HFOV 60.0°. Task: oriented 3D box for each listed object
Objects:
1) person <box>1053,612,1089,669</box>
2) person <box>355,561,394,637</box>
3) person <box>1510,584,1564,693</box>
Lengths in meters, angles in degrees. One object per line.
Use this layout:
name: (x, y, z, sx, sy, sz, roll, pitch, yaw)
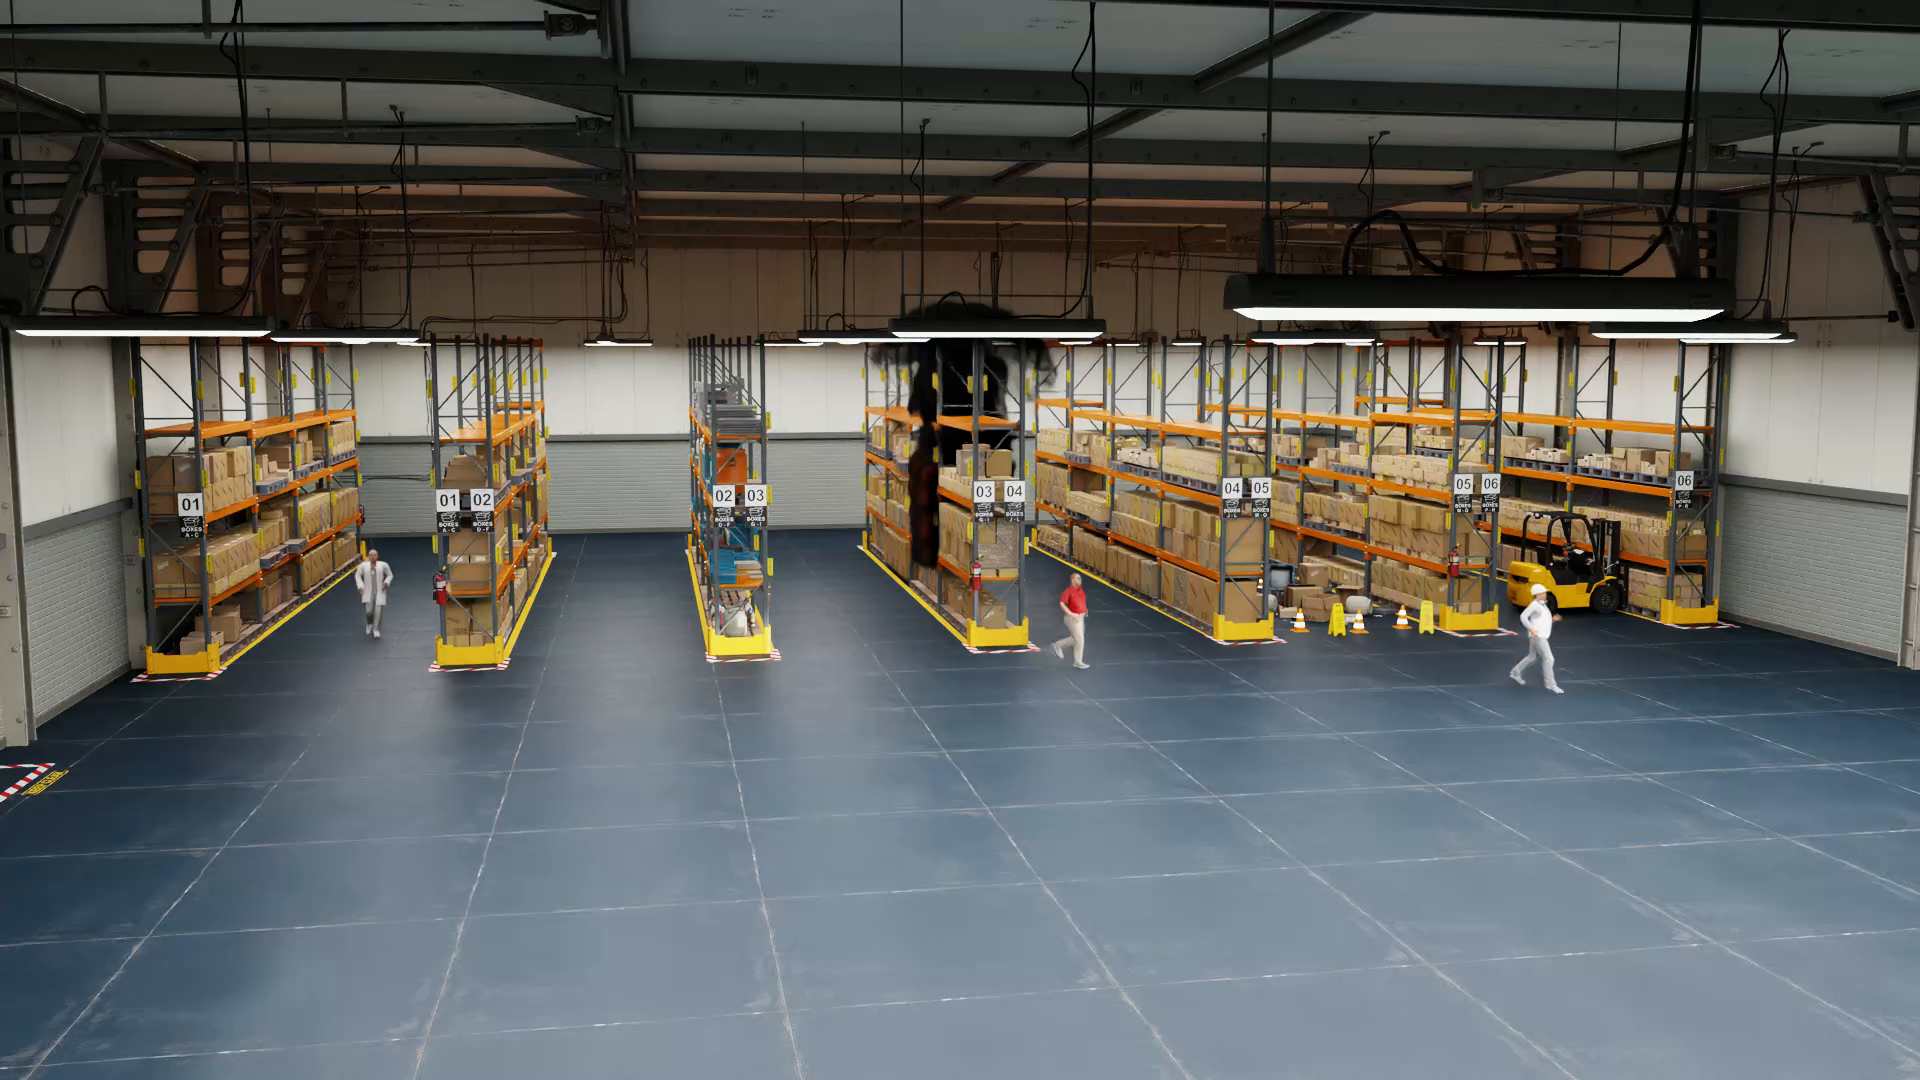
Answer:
person: (2.010, 1.768, 30.098, 0.780, 1.057, 0.410, 4, 8, 34)
person: (-11.673, 1.170, 33.193, 0.722, 1.525, 0.563, -2, 7, -19)
person: (9.703, 1.633, 27.900, 0.901, 1.797, 0.448, 3, 7, 27)
